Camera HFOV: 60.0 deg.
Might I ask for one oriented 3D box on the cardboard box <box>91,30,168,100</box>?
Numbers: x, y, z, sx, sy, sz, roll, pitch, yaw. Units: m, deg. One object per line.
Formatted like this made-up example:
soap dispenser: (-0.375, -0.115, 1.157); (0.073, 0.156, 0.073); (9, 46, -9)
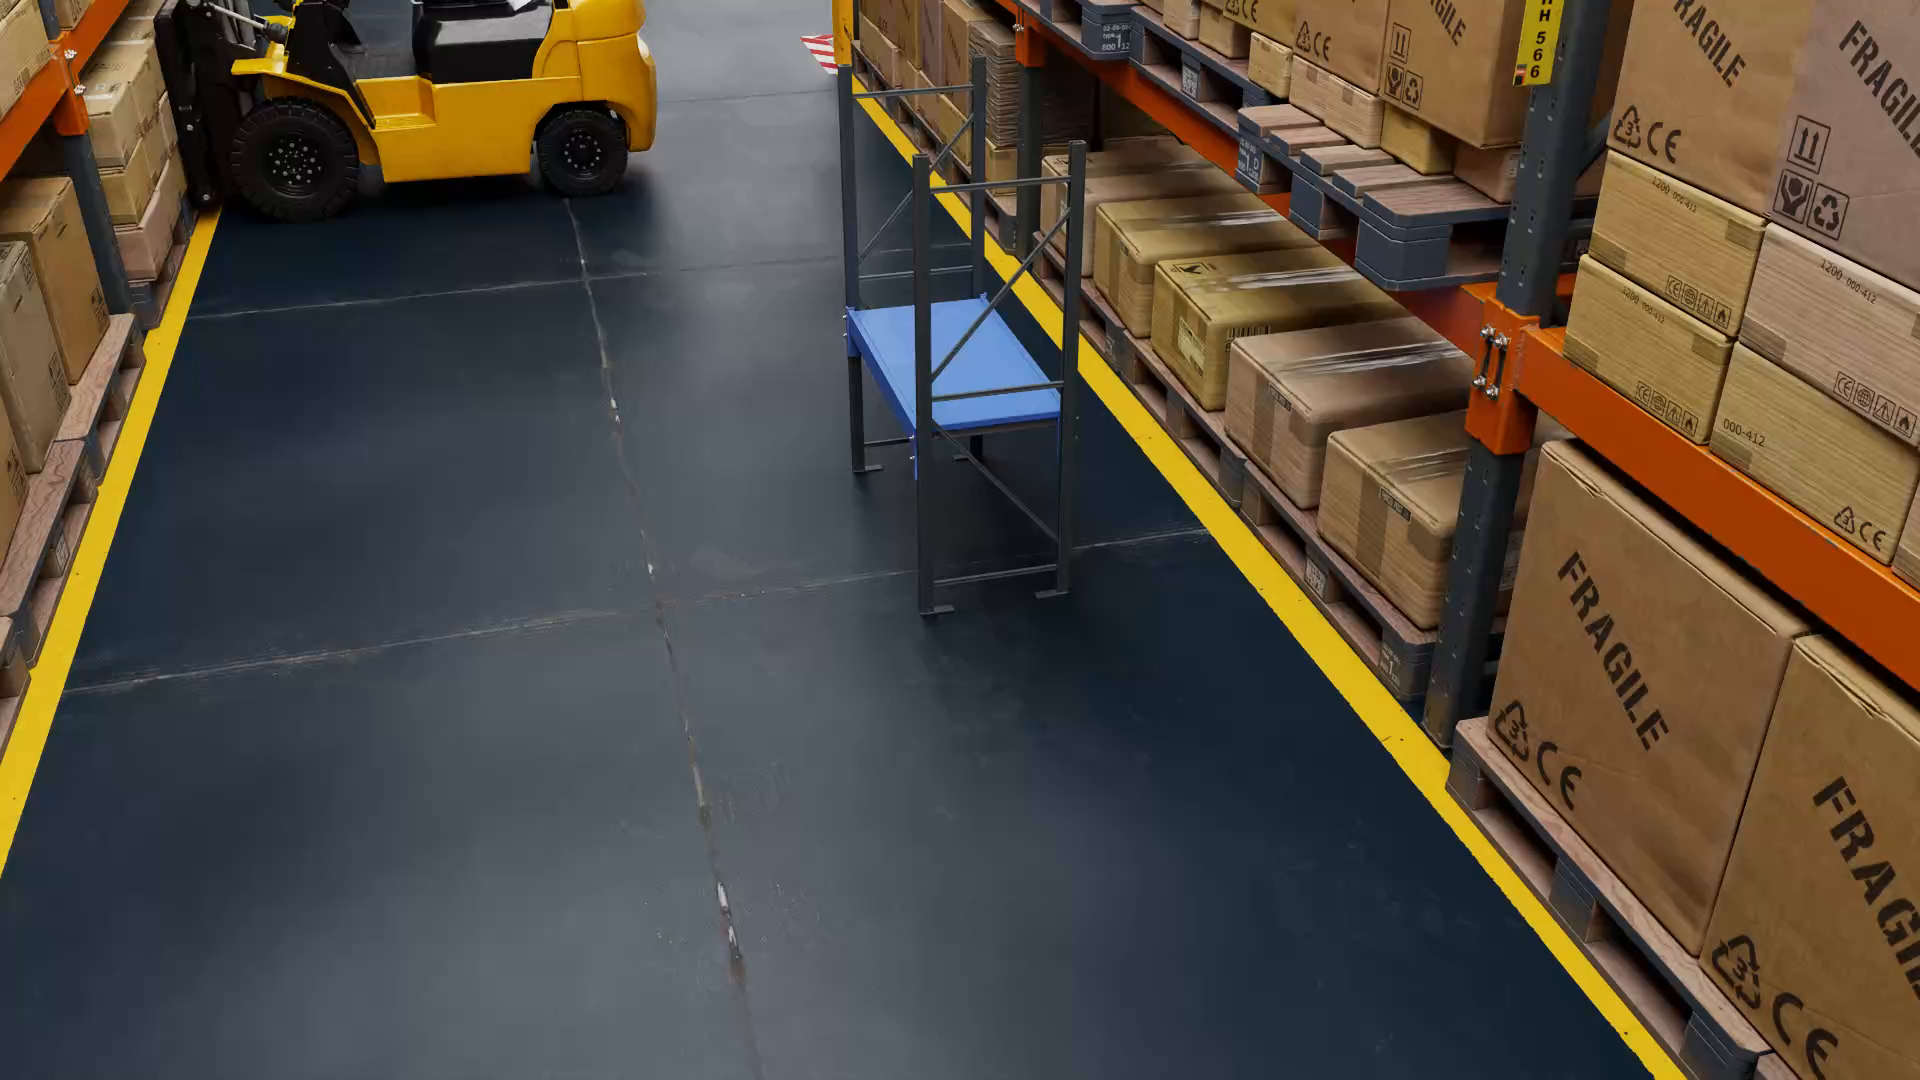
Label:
cardboard box: (-4.111, -2.250, 7.970); (0.500, 0.250, 0.500); (-7, 31, -12)

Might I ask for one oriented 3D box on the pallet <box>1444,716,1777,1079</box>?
pallet: (1.967, 0.805, 4.149); (1.003, 0.211, 1.213); (-8, 31, -13)

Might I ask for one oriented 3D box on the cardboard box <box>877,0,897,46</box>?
cardboard box: (-0.196, -3.283, 10.005); (0.500, 0.500, 0.500); (-9, 31, -15)

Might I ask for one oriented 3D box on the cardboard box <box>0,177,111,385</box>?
cardboard box: (-3.867, -0.966, 6.377); (0.875, 0.625, 0.625); (-6, 31, -11)

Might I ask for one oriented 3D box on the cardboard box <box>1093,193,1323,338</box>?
cardboard box: (1.105, -1.169, 6.980); (0.950, 0.372, 0.625); (-6, 31, -10)

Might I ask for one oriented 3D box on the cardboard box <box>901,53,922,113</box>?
cardboard box: (-0.060, -2.713, 9.768); (0.500, 0.250, 0.500); (-6, 31, -10)

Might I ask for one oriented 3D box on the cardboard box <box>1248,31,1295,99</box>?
cardboard box: (1.120, -1.482, 5.148); (0.380, 0.149, 0.250); (-7, 31, -12)

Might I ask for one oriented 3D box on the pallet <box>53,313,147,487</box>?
pallet: (-3.783, -0.506, 6.413); (1.003, 0.211, 1.213); (-8, 31, -13)

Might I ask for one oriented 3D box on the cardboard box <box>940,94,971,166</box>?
cardboard box: (0.202, -2.222, 8.920); (0.500, 0.250, 0.500); (-9, 31, -15)

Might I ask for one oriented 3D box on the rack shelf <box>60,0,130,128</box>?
rack shelf: (-4.547, -2.718, 8.169); (1.077, 0.370, 4.000); (-8, 31, -13)

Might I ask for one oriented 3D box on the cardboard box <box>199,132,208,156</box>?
cardboard box: (-4.242, -2.070, 8.657); (0.500, 0.250, 0.500); (-7, 31, -12)

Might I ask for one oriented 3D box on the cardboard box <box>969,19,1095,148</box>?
cardboard box: (0.353, -2.291, 8.291); (0.500, 0.500, 0.500); (-8, 31, -14)

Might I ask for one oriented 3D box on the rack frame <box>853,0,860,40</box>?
rack frame: (-0.293, -4.657, 10.801); (1.000, 3.000, 0.127); (-8, 31, -13)

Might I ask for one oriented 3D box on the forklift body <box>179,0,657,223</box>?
forklift body: (-2.815, -2.954, 8.707); (2.313, 2.155, 1.214); (-8, 31, -13)

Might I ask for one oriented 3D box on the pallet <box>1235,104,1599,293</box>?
pallet: (1.539, -1.040, 4.744); (1.213, 0.211, 1.003); (-8, 31, -13)

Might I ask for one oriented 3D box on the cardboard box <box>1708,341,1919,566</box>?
cardboard box: (1.871, -0.212, 3.273); (0.500, 0.250, 0.500); (-9, 31, -15)

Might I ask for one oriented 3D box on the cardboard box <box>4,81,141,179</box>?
cardboard box: (-3.842, -1.763, 7.129); (0.500, 0.250, 0.500); (-8, 31, -14)

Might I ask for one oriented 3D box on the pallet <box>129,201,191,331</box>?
pallet: (-4.187, -1.246, 7.692); (1.003, 0.211, 1.213); (-8, 31, -13)

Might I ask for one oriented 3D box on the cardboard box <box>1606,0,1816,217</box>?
cardboard box: (1.726, -0.998, 3.382); (0.500, 0.500, 0.500); (-9, 31, -15)

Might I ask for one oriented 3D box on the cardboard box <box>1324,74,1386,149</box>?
cardboard box: (1.266, -1.228, 4.710); (0.380, 0.149, 0.250); (-8, 31, -14)

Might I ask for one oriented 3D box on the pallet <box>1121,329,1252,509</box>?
pallet: (1.304, -0.552, 6.493); (1.003, 0.211, 1.213); (-8, 31, -13)

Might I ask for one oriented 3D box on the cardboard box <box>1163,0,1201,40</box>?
cardboard box: (0.930, -1.856, 5.793); (0.380, 0.149, 0.250); (-7, 31, -11)

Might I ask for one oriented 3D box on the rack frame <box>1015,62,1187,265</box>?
rack frame: (0.769, -2.725, 7.463); (1.000, 3.000, 0.127); (-8, 31, -13)

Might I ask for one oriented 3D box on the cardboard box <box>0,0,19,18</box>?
cardboard box: (-3.639, -2.011, 5.881); (0.500, 0.250, 0.500); (-9, 31, -14)

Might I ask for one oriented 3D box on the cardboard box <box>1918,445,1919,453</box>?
cardboard box: (1.983, -0.175, 2.708); (0.500, 0.250, 0.500); (-8, 31, -13)

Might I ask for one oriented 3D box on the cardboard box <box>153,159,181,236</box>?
cardboard box: (-3.975, -1.576, 7.803); (0.500, 0.250, 0.500); (-9, 31, -14)

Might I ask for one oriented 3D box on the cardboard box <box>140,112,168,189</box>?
cardboard box: (-3.982, -1.789, 7.673); (0.500, 0.250, 0.500); (-8, 31, -14)

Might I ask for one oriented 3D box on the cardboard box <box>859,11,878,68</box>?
cardboard box: (-0.345, -3.222, 10.648); (0.500, 0.250, 0.500); (-8, 31, -14)

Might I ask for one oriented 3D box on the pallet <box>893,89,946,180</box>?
pallet: (0.229, -2.428, 9.734); (1.003, 0.211, 1.213); (-8, 31, -13)

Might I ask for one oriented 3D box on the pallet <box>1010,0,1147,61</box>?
pallet: (0.831, -2.253, 6.840); (1.003, 0.211, 1.213); (-8, 31, -13)

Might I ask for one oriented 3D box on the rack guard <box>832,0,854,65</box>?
rack guard: (-0.273, -3.538, 11.364); (1.175, 0.500, 0.348); (-8, 31, -13)

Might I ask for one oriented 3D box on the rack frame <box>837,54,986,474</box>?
rack frame: (-0.158, -0.936, 5.870); (0.500, 1.500, 0.032); (-8, 31, -13)

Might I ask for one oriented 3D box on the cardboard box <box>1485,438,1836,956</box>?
cardboard box: (1.934, 0.290, 3.957); (0.875, 0.875, 0.875); (-8, 31, -14)

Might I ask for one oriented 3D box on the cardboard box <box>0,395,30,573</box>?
cardboard box: (-3.466, -0.228, 5.101); (0.875, 0.625, 0.625); (-9, 31, -15)

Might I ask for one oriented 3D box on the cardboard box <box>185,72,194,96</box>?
cardboard box: (-4.238, -2.277, 8.516); (0.500, 0.250, 0.500); (-8, 31, -13)

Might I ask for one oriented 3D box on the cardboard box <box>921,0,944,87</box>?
cardboard box: (0.080, -2.783, 9.141); (0.500, 0.500, 0.500); (-6, 31, -11)

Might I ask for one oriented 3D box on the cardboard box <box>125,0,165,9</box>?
cardboard box: (-4.370, -2.750, 8.835); (0.500, 0.250, 0.500); (-7, 31, -13)

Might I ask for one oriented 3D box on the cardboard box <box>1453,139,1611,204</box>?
cardboard box: (1.517, -0.993, 4.303); (0.380, 0.149, 0.250); (-7, 31, -11)

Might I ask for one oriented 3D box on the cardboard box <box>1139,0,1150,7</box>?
cardboard box: (0.846, -2.111, 6.234); (0.380, 0.149, 0.250); (-7, 31, -13)

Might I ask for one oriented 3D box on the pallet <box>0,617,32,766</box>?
pallet: (-3.135, 0.673, 4.377); (1.003, 0.211, 1.213); (-8, 31, -13)

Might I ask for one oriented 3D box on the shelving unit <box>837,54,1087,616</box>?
shelving unit: (-0.023, -0.690, 5.445); (0.538, 1.500, 1.048); (-8, 31, -13)

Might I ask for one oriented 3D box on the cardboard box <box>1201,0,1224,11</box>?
cardboard box: (1.015, -2.085, 5.542); (0.500, 0.500, 0.500); (-9, 31, -15)

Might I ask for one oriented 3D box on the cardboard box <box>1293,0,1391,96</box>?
cardboard box: (1.294, -1.577, 4.665); (0.500, 0.500, 0.500); (-8, 31, -14)

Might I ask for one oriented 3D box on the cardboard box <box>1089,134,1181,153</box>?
cardboard box: (0.873, -2.037, 8.601); (0.500, 0.250, 0.500); (-9, 31, -16)

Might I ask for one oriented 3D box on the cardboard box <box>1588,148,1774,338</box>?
cardboard box: (1.727, -0.667, 3.558); (0.500, 0.250, 0.500); (-8, 31, -14)

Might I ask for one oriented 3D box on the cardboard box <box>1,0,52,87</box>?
cardboard box: (-3.630, -1.789, 5.997); (0.500, 0.250, 0.500); (-7, 31, -12)

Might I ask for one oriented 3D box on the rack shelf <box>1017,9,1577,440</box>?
rack shelf: (1.300, -1.447, 5.975); (1.077, 0.370, 4.000); (-8, 31, -13)

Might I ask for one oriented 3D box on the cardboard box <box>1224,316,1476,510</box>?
cardboard box: (1.487, -0.467, 5.766); (0.950, 0.372, 0.625); (-8, 31, -14)
